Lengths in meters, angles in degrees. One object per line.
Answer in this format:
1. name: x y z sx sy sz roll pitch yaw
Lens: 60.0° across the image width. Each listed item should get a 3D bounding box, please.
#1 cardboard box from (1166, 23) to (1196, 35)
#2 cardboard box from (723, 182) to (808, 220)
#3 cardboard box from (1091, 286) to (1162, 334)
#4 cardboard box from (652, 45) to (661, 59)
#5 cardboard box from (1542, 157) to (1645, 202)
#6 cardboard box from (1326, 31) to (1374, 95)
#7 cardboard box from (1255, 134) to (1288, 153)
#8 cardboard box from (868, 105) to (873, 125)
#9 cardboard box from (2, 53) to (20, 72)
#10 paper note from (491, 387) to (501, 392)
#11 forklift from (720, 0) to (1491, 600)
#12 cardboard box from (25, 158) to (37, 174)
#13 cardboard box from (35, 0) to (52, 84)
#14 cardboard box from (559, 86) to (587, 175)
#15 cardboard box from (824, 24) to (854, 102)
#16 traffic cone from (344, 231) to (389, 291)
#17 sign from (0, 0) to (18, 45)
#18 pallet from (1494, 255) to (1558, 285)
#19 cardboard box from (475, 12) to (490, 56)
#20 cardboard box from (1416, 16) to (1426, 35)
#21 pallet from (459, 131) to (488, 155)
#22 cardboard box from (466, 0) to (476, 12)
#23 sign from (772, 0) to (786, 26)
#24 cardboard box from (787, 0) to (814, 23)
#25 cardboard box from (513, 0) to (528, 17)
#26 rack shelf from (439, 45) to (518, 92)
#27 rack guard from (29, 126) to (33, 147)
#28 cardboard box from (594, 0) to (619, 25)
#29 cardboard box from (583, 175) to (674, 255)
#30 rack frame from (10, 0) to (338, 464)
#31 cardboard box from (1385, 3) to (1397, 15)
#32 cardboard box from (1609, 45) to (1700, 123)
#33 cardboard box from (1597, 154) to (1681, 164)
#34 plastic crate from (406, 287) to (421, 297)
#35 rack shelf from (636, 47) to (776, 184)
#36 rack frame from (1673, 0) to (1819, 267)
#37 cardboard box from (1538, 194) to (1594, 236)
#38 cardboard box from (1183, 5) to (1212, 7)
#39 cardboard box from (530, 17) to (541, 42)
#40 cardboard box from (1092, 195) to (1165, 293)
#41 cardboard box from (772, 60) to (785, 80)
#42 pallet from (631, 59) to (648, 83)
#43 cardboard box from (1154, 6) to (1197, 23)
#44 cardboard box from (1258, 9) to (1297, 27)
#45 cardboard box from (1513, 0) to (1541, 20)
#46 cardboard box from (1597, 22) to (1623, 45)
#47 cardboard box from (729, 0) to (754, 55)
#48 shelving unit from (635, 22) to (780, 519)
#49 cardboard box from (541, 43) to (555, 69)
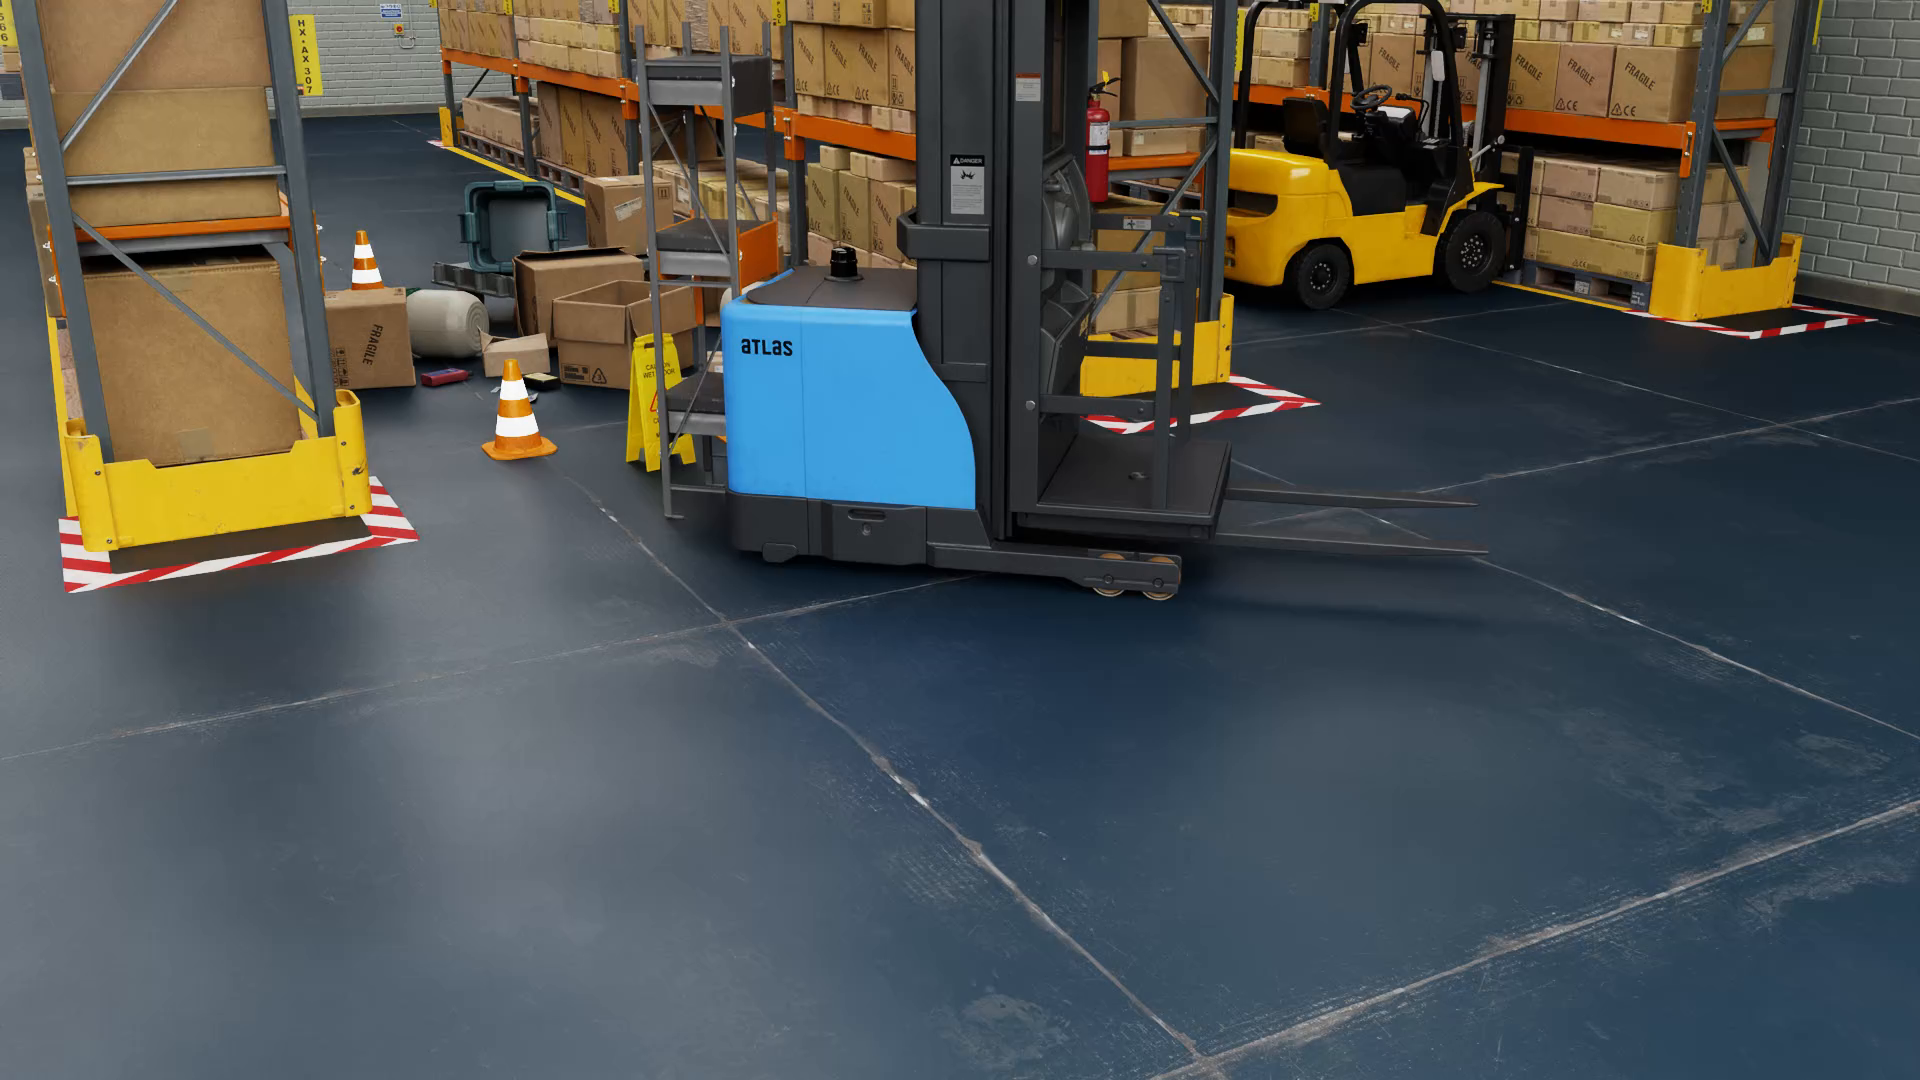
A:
1. cardboard box: 2.365 -4.929 16.281 0.500 0.250 0.500 -10 21 -26
2. cardboard box: -1.428 -2.763 13.924 0.950 0.372 0.625 -9 21 -23
3. cardboard box: 0.928 -1.475 10.380 0.500 0.250 0.500 -10 21 -27
4. cardboard box: -2.547 -4.384 14.980 0.380 0.149 0.250 -12 22 -30
5. cardboard box: 4.693 -2.673 12.318 0.500 0.250 0.500 -10 21 -26
6. cardboard box: 3.516 -4.100 14.261 0.500 0.500 0.500 -11 22 -28
7. cardboard box: 3.277 -3.444 15.512 0.875 0.625 0.625 -9 21 -24
8. cardboard box: -0.405 -2.908 11.344 0.380 0.149 0.250 -10 21 -27
9. cardboard box: -7.679 -3.953 13.731 0.380 0.149 0.250 -10 21 -26
10. paper note: -2.689 -0.873 9.645 0.032 0.001 0.123 1 19 2
11. forklift: 0.611 -1.341 6.525 3.031 2.935 1.130 4 19 12
12. cardboard box: -6.412 -2.499 12.580 1.050 0.750 0.750 -10 21 -26
13. cardboard box: -3.725 -2.344 7.440 0.875 0.550 0.550 -10 21 -27
14. cardboard box: -3.830 -4.517 18.238 0.875 0.875 0.875 -9 21 -25
15. cardboard box: -0.610 -3.328 11.569 0.500 0.500 0.500 -10 21 -27
16. traffic cone: -4.448 -2.074 12.434 0.336 0.463 0.334 -10 21 -27
17. sign: -3.725 -2.086 6.439 0.100 0.325 0.005 -10 21 -27
18. pallet: 4.459 -2.317 13.522 1.003 0.211 1.213 -10 21 -27
19. cardboard box: -5.577 -6.177 20.280 0.500 0.500 0.500 -10 22 -27
20. cardboard box: 3.902 -4.140 13.382 0.380 0.149 0.250 -10 22 -27
21. pallet: -6.082 -5.360 22.340 1.003 0.211 1.213 -10 21 -27
22. cardboard box: -5.813 -6.796 20.543 0.500 0.500 0.500 -10 21 -26
23. sign: -1.319 -3.911 12.092 0.100 0.325 0.005 -10 21 -27
24. cardboard box: -0.814 -3.951 11.841 0.700 0.500 0.500 -10 22 -27
25. cardboard box: -4.675 -6.096 18.513 0.500 0.500 0.500 -10 21 -26
26. rack shelf: -5.581 -5.981 20.969 1.077 0.370 4.000 -10 21 -27
27. rack guard: -10.803 -4.896 20.554 1.175 0.500 0.348 -10 21 -27
28. cardboard box: -3.207 -5.227 15.994 0.500 0.500 0.500 -11 22 -28
29. cardboard box: -2.384 -2.343 11.993 0.500 0.500 0.500 -10 21 -27
30. rack frame: -3.241 -1.507 6.899 1.000 3.000 0.127 -10 21 -27
31. cardboard box: 3.757 -4.445 13.810 0.380 0.149 0.250 -10 22 -28
32. cardboard box: 4.969 -3.220 11.711 0.500 0.500 0.500 -11 22 -28
33. cardboard box: 5.132 -2.754 12.552 0.500 0.250 0.500 -10 21 -27
34. plastic crate: -3.905 -1.506 11.119 0.450 0.188 0.662 -9 19 5
35. rack shelf: -1.064 -1.805 7.038 0.431 0.518 0.480 5 19 13
36. rack frame: 5.434 -3.072 11.436 1.000 3.000 0.127 -10 21 -27
37. cardboard box: 4.699 -2.444 12.421 0.500 0.250 0.500 -10 22 -27
38. cardboard box: 2.493 -5.372 16.954 0.380 0.149 0.250 -10 21 -27
39. cardboard box: -4.398 -5.597 18.217 0.500 0.250 0.500 -10 21 -26
40. cardboard box: 0.916 -1.837 10.277 0.500 0.500 0.500 -11 22 -28
41. cardboard box: -1.319 -3.635 12.809 0.380 0.149 0.250 -10 21 -26
42. pallet: -2.299 -4.320 15.346 1.213 0.211 1.003 -10 21 -27
43. cardboard box: 2.149 -5.217 16.503 0.380 0.149 0.250 -9 21 -26
44. cardboard box: 2.969 -4.788 15.260 0.380 0.149 0.250 -10 21 -27
45. cardboard box: 4.384 -3.988 12.486 0.380 0.149 0.250 -10 21 -26
46. cardboard box: 4.806 -3.635 11.919 0.380 0.149 0.250 -10 21 -26
47. cardboard box: -1.490 -4.076 13.092 0.500 0.500 0.500 -10 21 -26
48. shelving unit: -1.064 -1.156 7.261 0.431 2.100 0.503 5 19 13
49. cardboard box: -4.178 -5.211 17.864 0.500 0.250 0.500 -10 21 -27
